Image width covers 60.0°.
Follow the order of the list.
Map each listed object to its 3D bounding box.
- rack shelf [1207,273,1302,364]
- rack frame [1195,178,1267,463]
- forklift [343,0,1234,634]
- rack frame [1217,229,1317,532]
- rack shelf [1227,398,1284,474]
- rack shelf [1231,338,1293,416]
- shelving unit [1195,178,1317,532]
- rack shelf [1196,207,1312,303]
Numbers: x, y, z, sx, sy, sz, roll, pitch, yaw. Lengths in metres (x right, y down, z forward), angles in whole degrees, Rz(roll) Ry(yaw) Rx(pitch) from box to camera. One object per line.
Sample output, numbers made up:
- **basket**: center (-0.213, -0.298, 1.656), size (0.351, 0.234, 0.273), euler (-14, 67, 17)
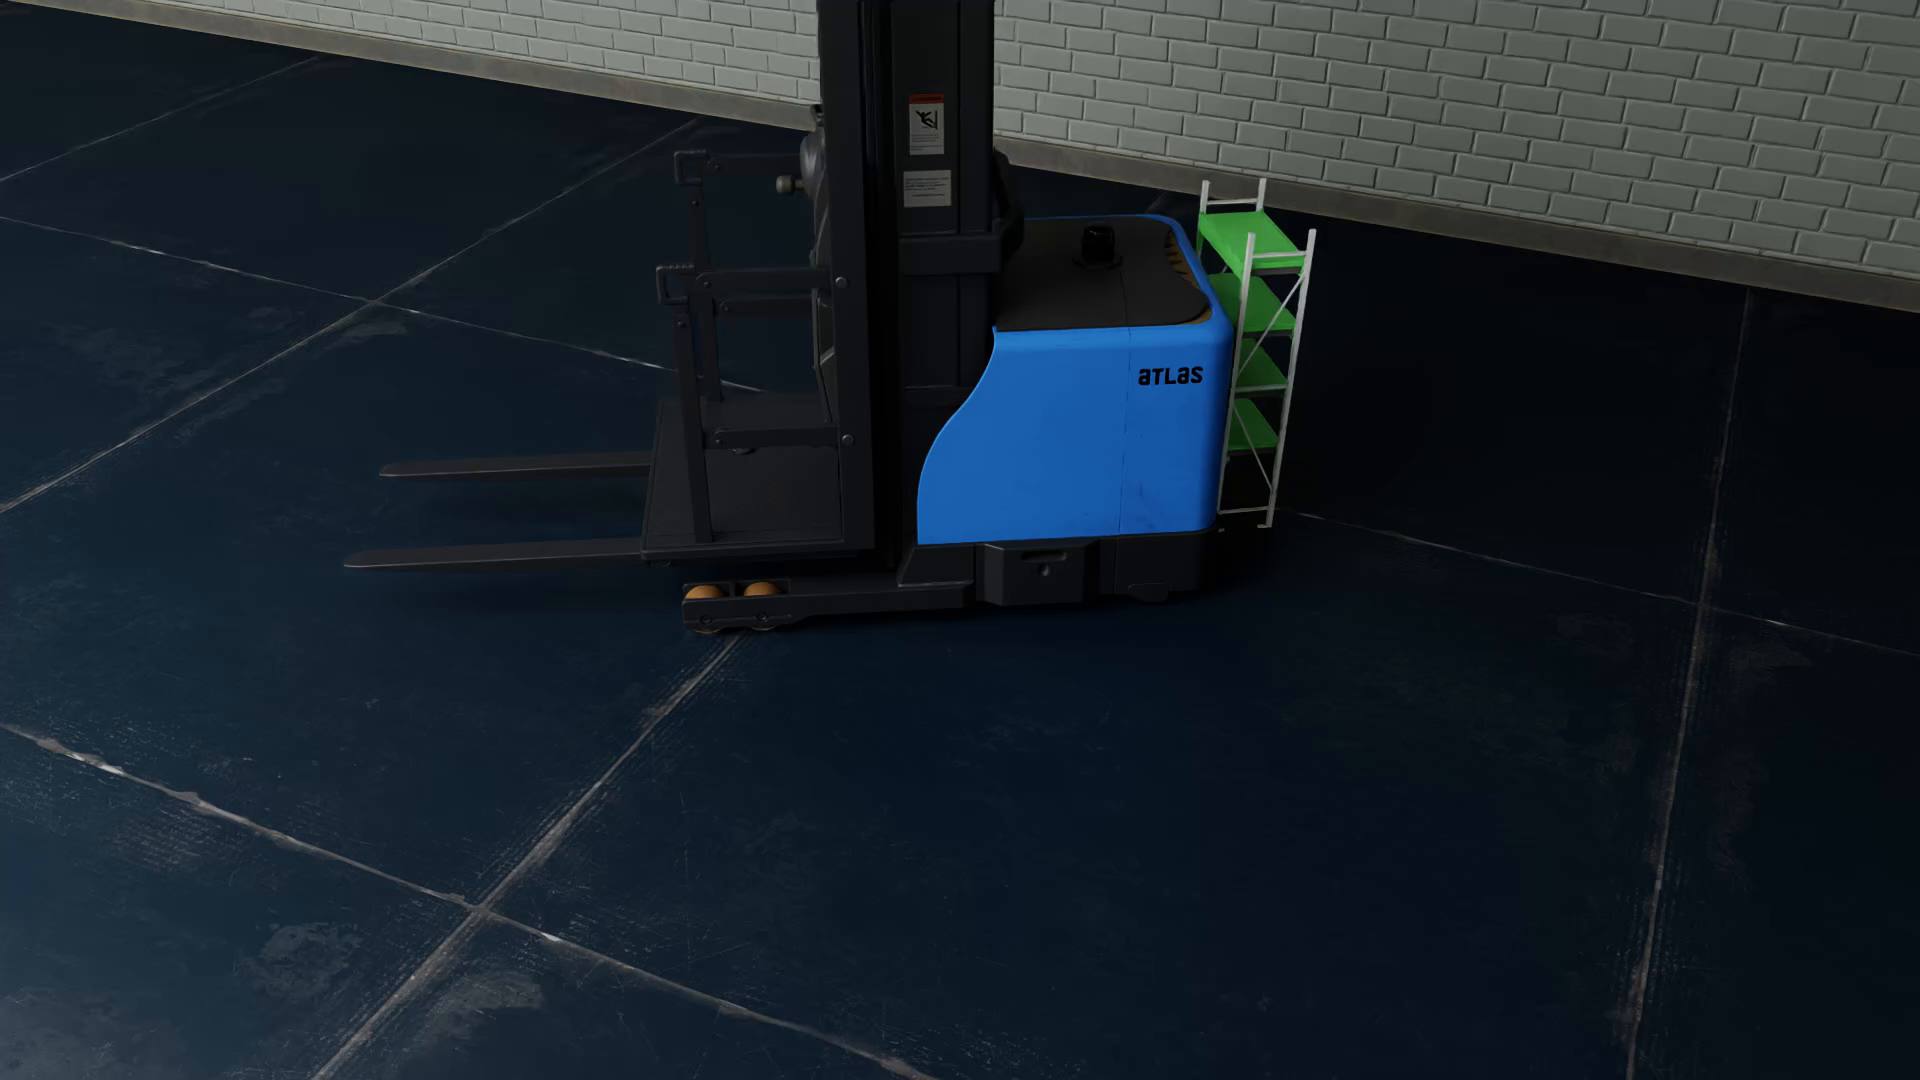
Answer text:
- **rack shelf**: center (1.038, -0.825, 6.086), size (0.258, 0.148, 0.480), euler (-5, 34, -10)
- **rack frame**: center (0.985, -0.808, 6.381), size (0.240, 1.200, 0.015), euler (-5, 34, -10)
- **forklift**: center (-0.640, -1.206, 5.416), size (3.031, 2.935, 1.130), euler (-3, 33, -4)
- **rack frame**: center (1.082, -0.546, 5.981), size (0.240, 1.200, 0.015), euler (-5, 34, -10)
- **rack shelf**: center (1.025, -0.422, 6.347), size (0.258, 0.148, 0.480), euler (-5, 34, -10)
- **rack shelf**: center (1.032, -0.623, 6.216), size (0.258, 0.148, 0.480), euler (-5, 34, -10)
- **shelving unit**: center (1.033, -0.677, 6.181), size (0.258, 1.200, 0.503), euler (-5, 34, -10)
- **rack shelf**: center (1.044, -1.026, 5.955), size (0.258, 0.148, 0.480), euler (-5, 34, -10)
